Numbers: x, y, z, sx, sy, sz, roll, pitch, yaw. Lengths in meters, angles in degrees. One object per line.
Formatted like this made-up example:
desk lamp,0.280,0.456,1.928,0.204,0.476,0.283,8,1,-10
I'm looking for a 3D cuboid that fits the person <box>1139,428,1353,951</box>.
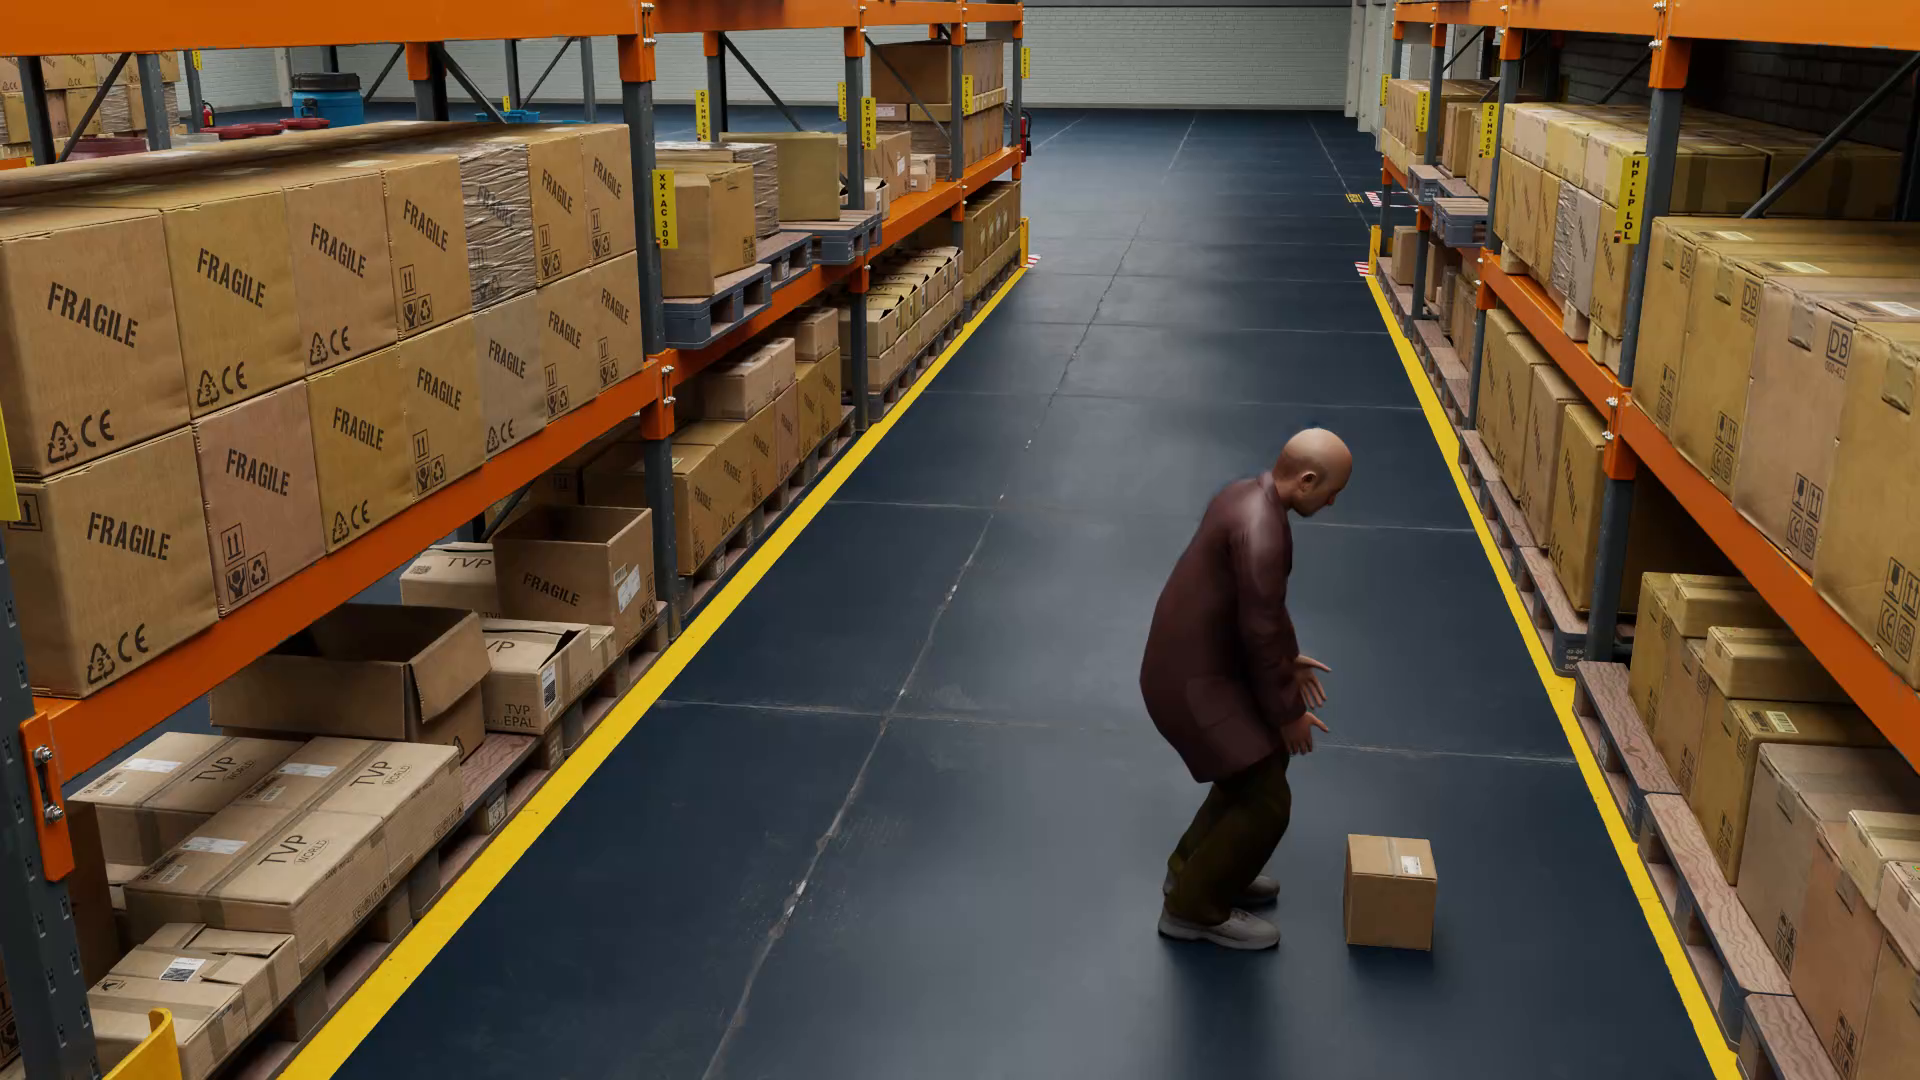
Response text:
person,0.843,0.433,5.057,0.588,1.577,0.623,3,18,9
